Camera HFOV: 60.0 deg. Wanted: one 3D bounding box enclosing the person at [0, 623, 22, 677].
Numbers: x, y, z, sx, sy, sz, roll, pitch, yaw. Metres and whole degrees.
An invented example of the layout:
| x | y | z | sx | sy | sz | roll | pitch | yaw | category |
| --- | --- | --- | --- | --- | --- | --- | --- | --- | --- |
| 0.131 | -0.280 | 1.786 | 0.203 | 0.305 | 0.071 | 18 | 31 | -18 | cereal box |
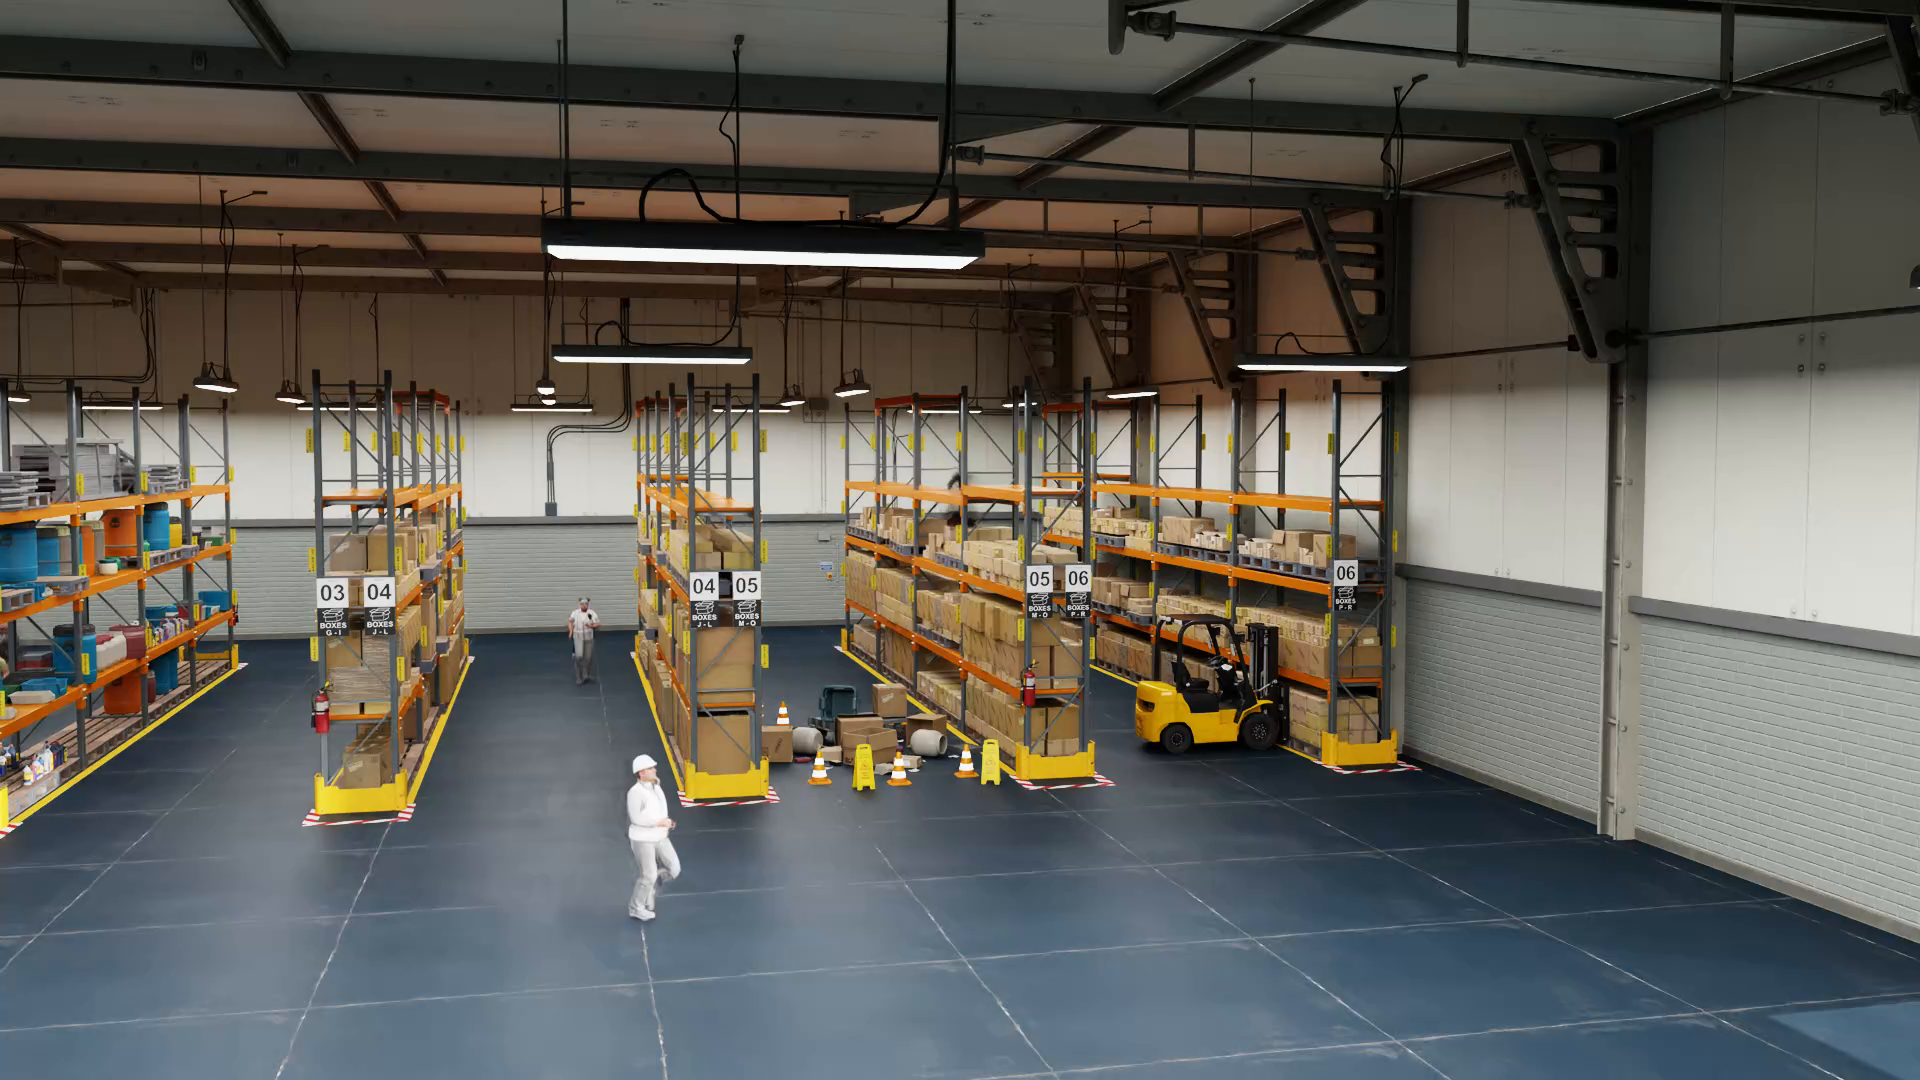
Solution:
| x | y | z | sx | sy | sz | roll | pitch | yaw | category |
| --- | --- | --- | --- | --- | --- | --- | --- | --- | --- |
| -18.165 | 2.324 | 31.569 | 0.636 | 1.699 | 0.636 | -2 | 4 | -25 | person |

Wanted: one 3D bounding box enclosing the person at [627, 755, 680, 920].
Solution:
| x | y | z | sx | sy | sz | roll | pitch | yaw | category |
| --- | --- | --- | --- | --- | --- | --- | --- | --- | --- |
| -3.220 | 3.119 | 17.474 | 0.592 | 1.732 | 0.645 | 1 | 4 | 22 | person |

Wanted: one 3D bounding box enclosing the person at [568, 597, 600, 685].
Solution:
| x | y | z | sx | sy | sz | roll | pitch | yaw | category |
| --- | --- | --- | --- | --- | --- | --- | --- | --- | --- |
| -7.893 | 2.108 | 34.920 | 0.633 | 1.851 | 0.785 | -1 | 3 | -16 | person |

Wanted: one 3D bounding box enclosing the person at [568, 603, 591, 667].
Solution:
| x | y | z | sx | sy | sz | roll | pitch | yaw | category |
| --- | --- | --- | --- | --- | --- | --- | --- | --- | --- |
| -8.515 | 2.081 | 37.497 | 0.595 | 1.539 | 0.495 | -1 | 3 | -18 | person |

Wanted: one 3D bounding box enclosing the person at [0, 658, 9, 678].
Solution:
| x | y | z | sx | sy | sz | roll | pitch | yaw | category |
| --- | --- | --- | --- | --- | --- | --- | --- | --- | --- |
| -16.554 | 2.547 | 28.396 | 0.563 | 1.624 | 0.526 | -1 | 3 | -17 | person |
